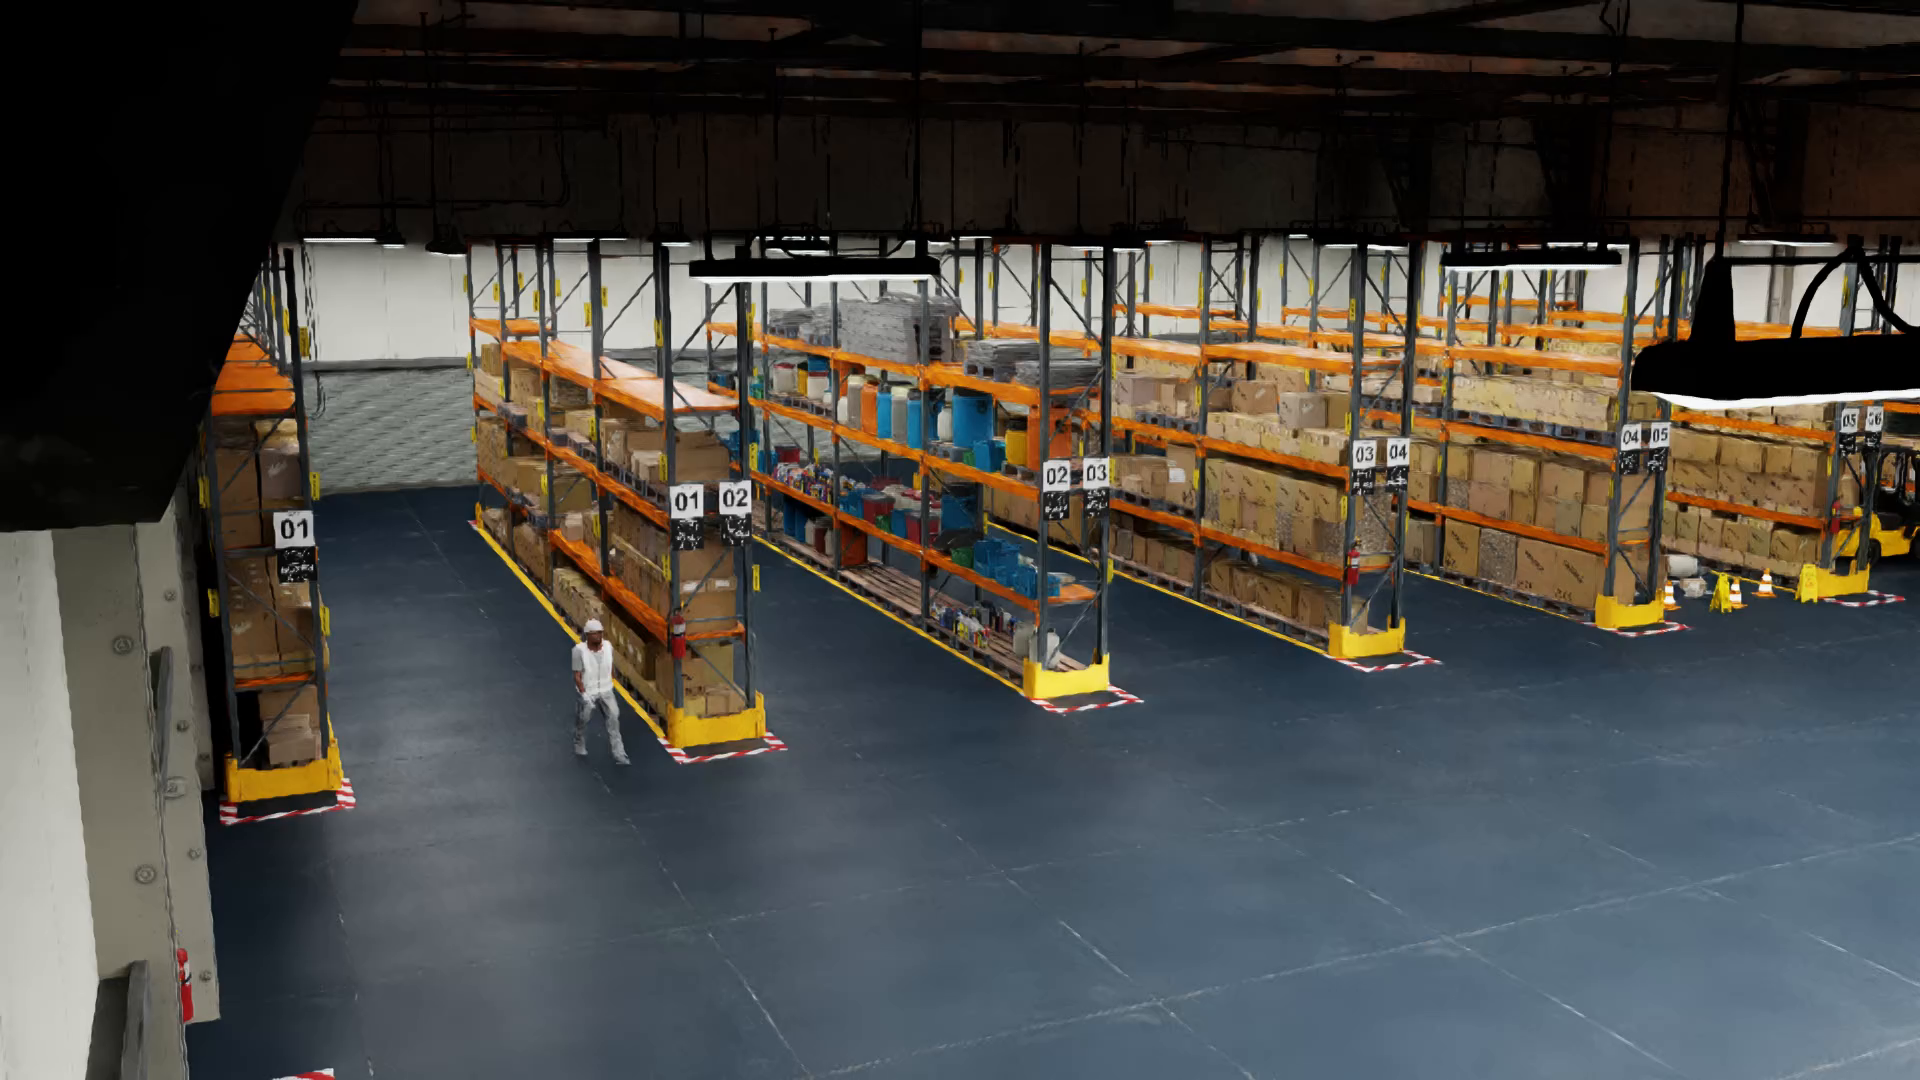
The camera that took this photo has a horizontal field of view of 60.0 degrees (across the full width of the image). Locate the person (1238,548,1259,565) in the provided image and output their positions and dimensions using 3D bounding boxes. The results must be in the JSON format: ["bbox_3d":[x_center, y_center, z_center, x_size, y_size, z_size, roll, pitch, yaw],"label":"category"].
[{"bbox_3d":[5.313,-0.236,30.064,0.488,1.590,1.089,-5,12,-26],"label":"person"}]

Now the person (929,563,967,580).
[{"bbox_3d":[-0.123,-0.162,28.010,0.685,1.706,0.852,-9,14,-40],"label":"person"}]

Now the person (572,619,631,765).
[{"bbox_3d":[-4.261,1.765,19.446,0.550,1.724,1.028,-7,13,-32],"label":"person"}]
